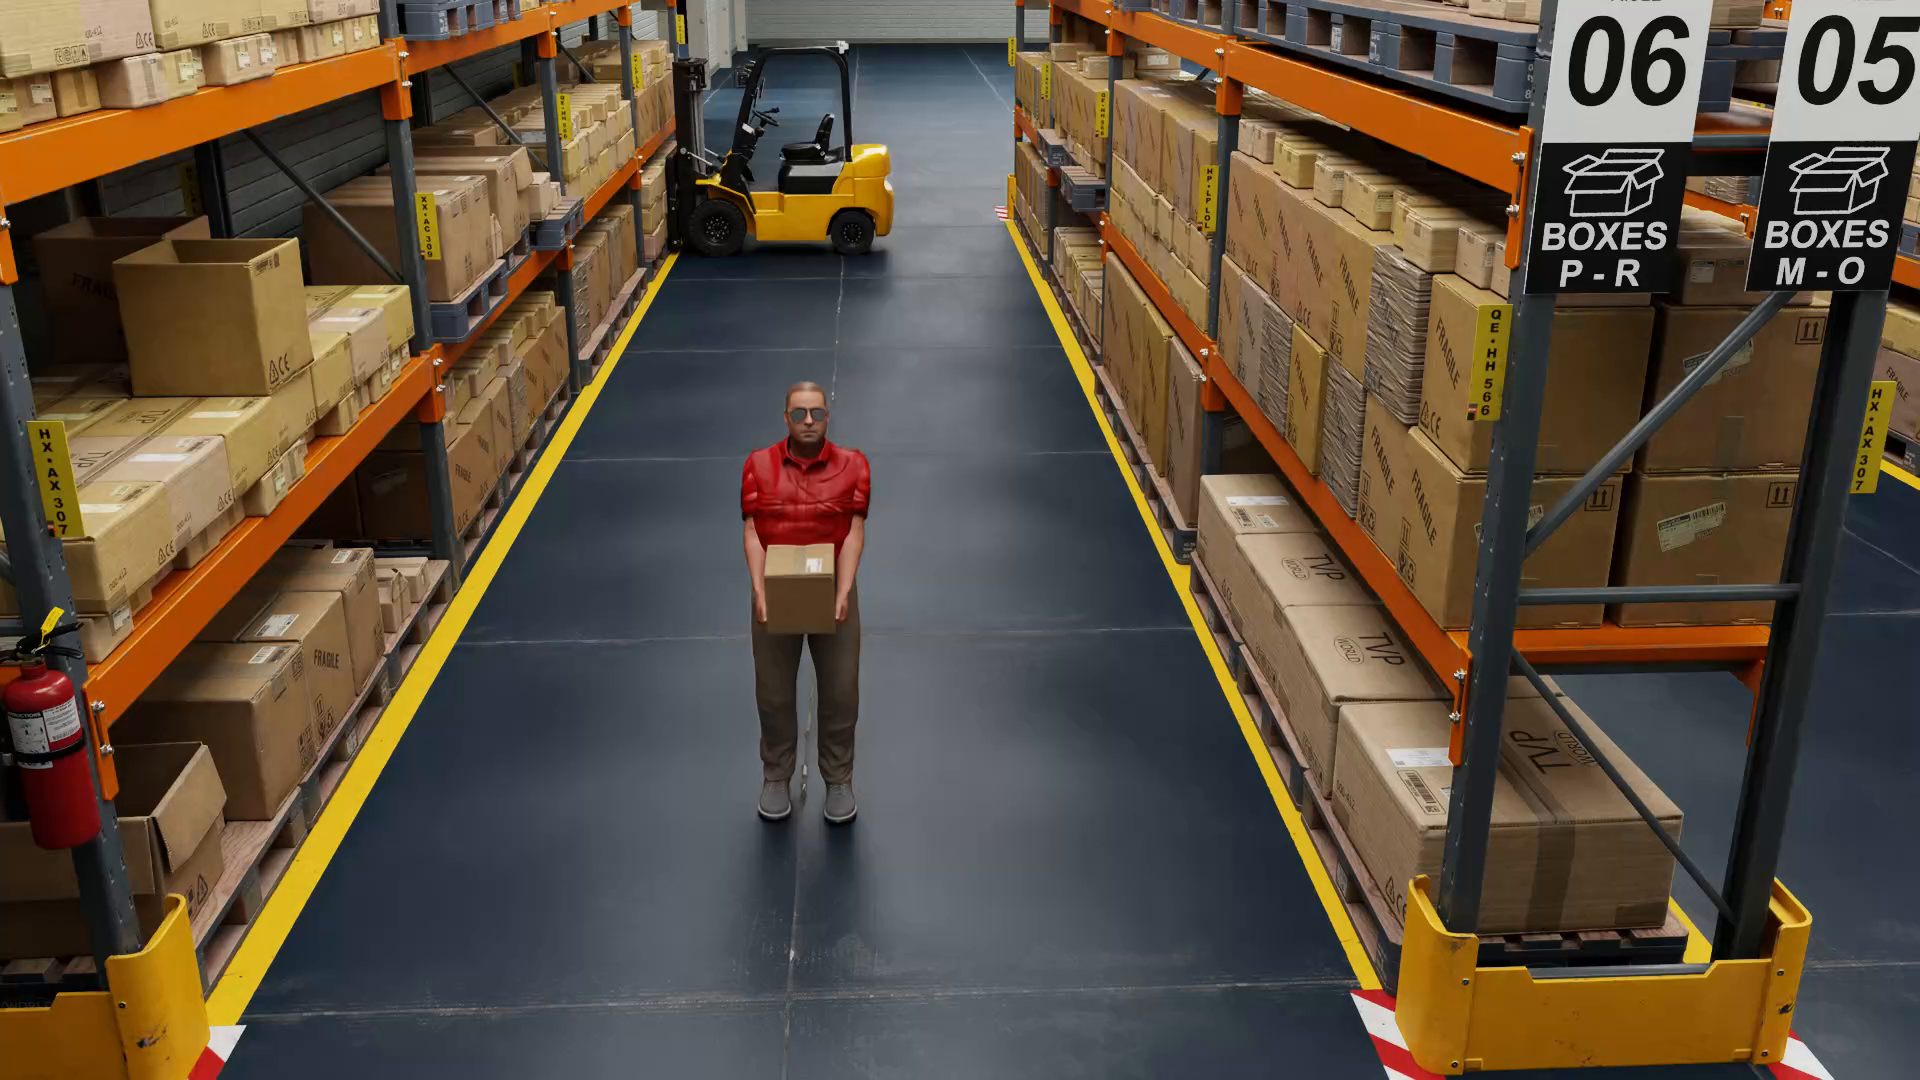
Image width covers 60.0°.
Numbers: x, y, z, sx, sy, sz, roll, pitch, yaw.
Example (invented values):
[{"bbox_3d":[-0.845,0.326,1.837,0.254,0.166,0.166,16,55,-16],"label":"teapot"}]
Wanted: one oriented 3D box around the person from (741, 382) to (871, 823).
[{"bbox_3d":[-0.581,0.271,6.382,0.494,1.713,0.536,-1,20,-3],"label":"person"}]
